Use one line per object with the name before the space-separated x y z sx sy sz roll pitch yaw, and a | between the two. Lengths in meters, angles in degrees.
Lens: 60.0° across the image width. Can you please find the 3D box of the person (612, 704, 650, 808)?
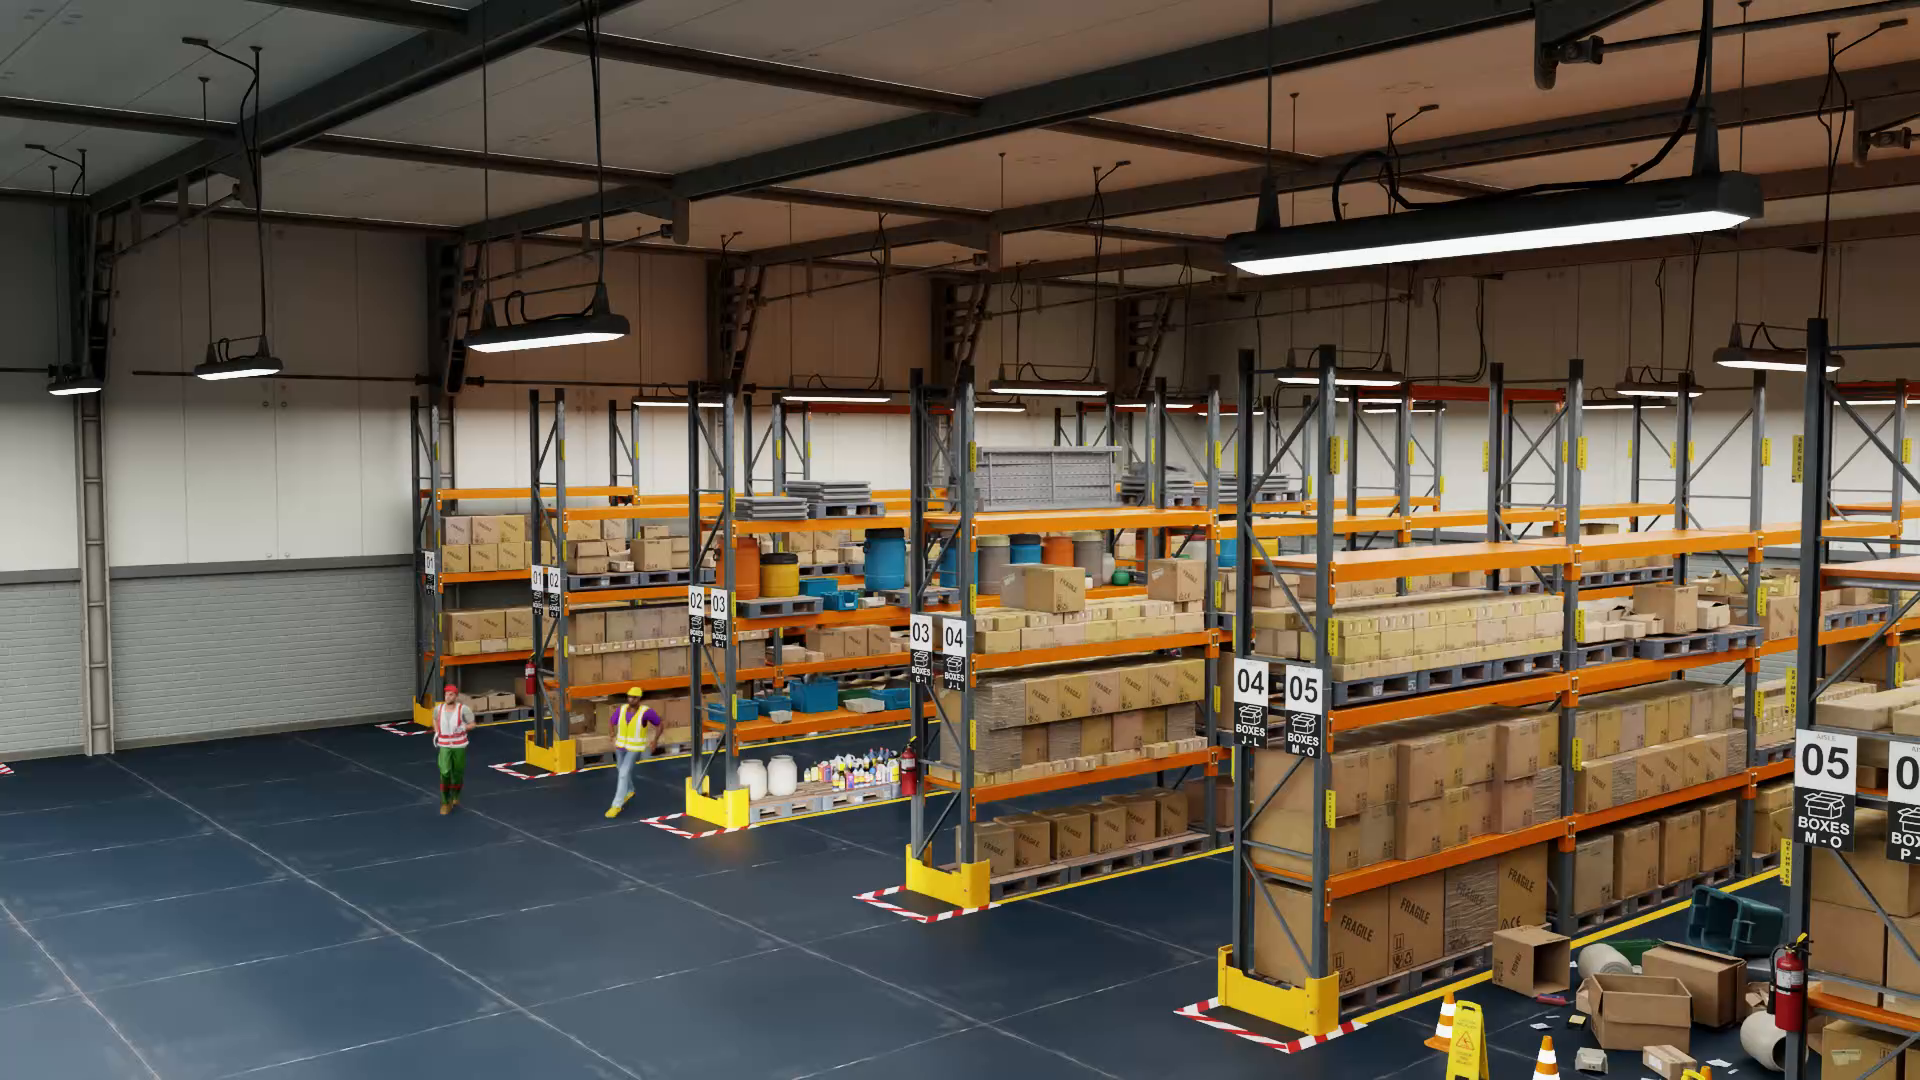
person | -4.611 2.989 23.224 0.551 1.414 0.759 1 4 20

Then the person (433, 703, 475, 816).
person | -7.065 3.049 23.255 0.594 1.575 0.583 -1 3 -10

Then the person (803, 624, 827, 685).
person | -2.757 2.350 32.388 0.726 1.563 0.536 -3 5 -43
